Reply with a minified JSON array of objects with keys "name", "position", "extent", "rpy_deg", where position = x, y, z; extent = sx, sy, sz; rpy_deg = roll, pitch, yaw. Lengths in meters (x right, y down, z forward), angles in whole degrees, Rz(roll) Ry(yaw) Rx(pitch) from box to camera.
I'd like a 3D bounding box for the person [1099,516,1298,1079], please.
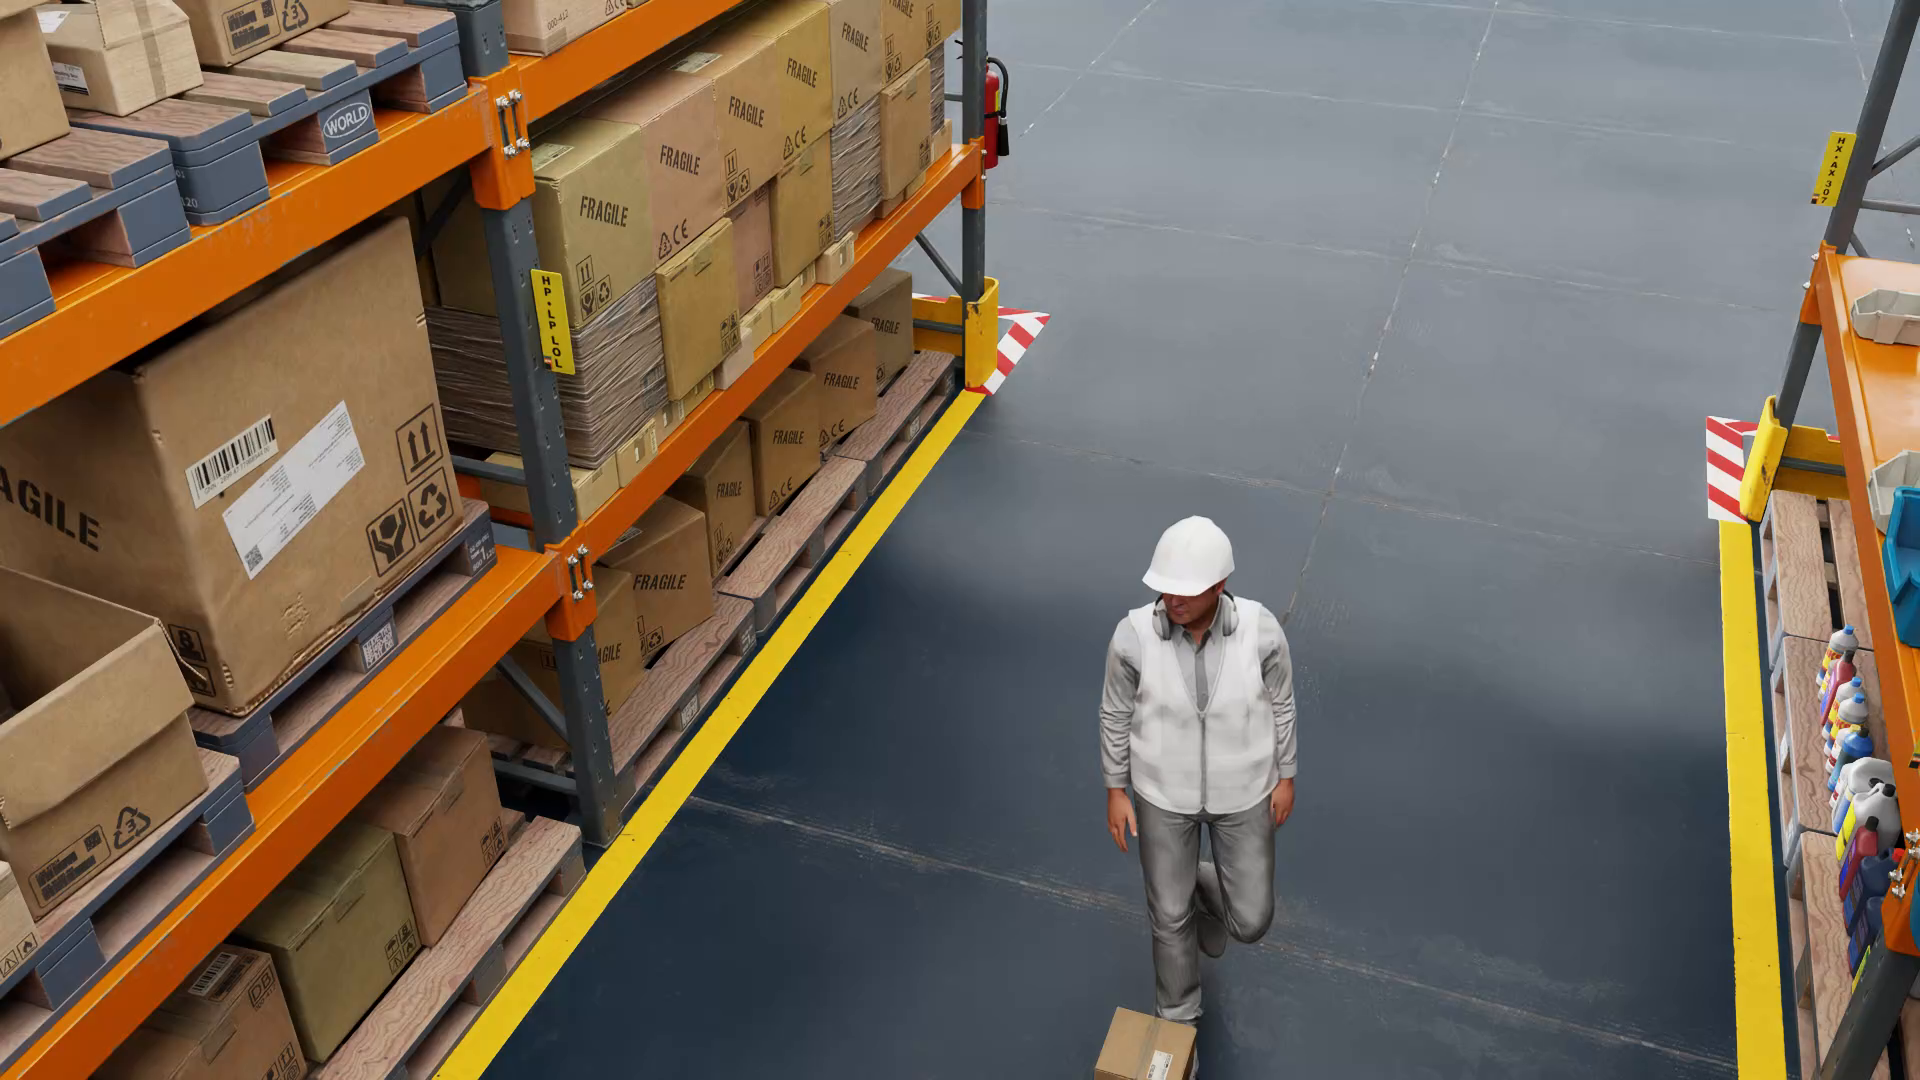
[{"name":"person","position":[0.699,0.781,4.906],"extent":[0.601,1.752,0.688],"rpy_deg":[3,33,4]}]
